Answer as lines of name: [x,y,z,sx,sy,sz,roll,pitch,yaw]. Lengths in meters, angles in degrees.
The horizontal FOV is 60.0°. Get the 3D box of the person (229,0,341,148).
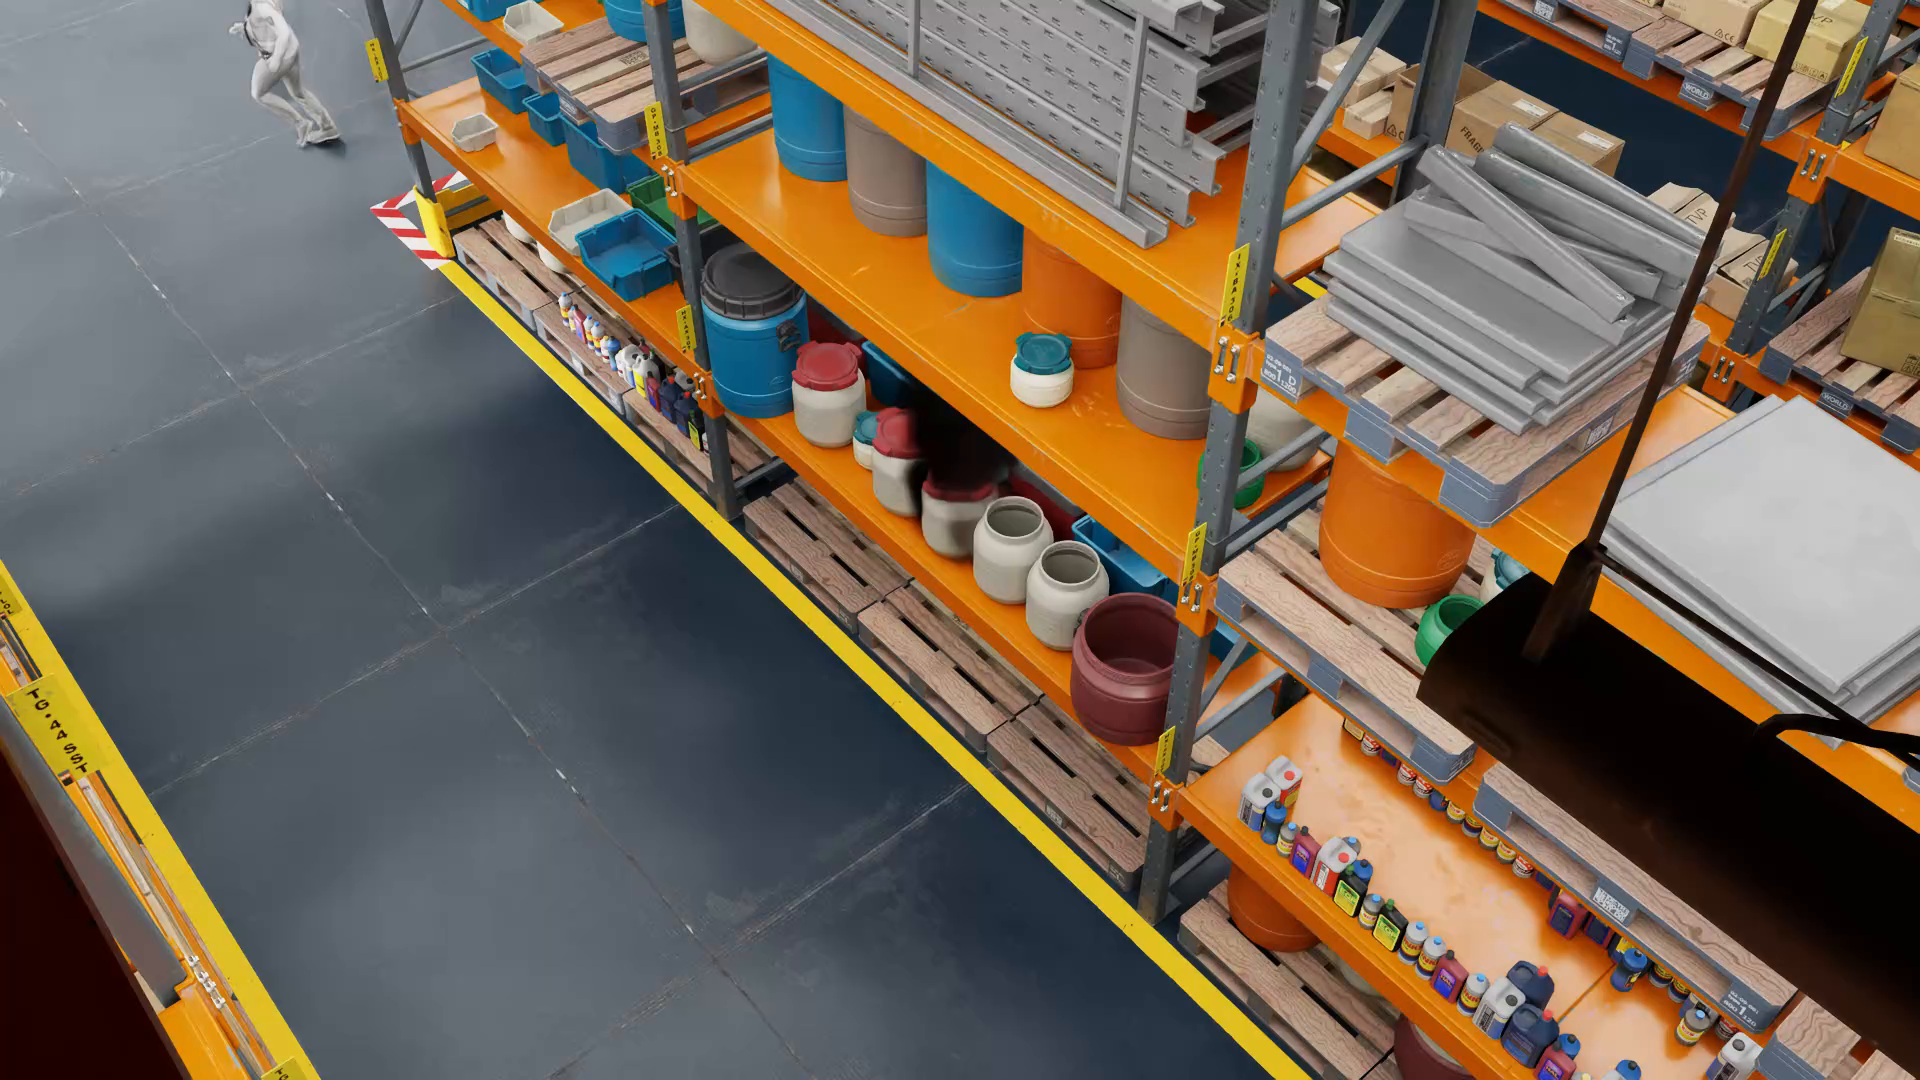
person: [-5.598,-3.967,13.579,0.632,1.661,0.587,0,46,0]
